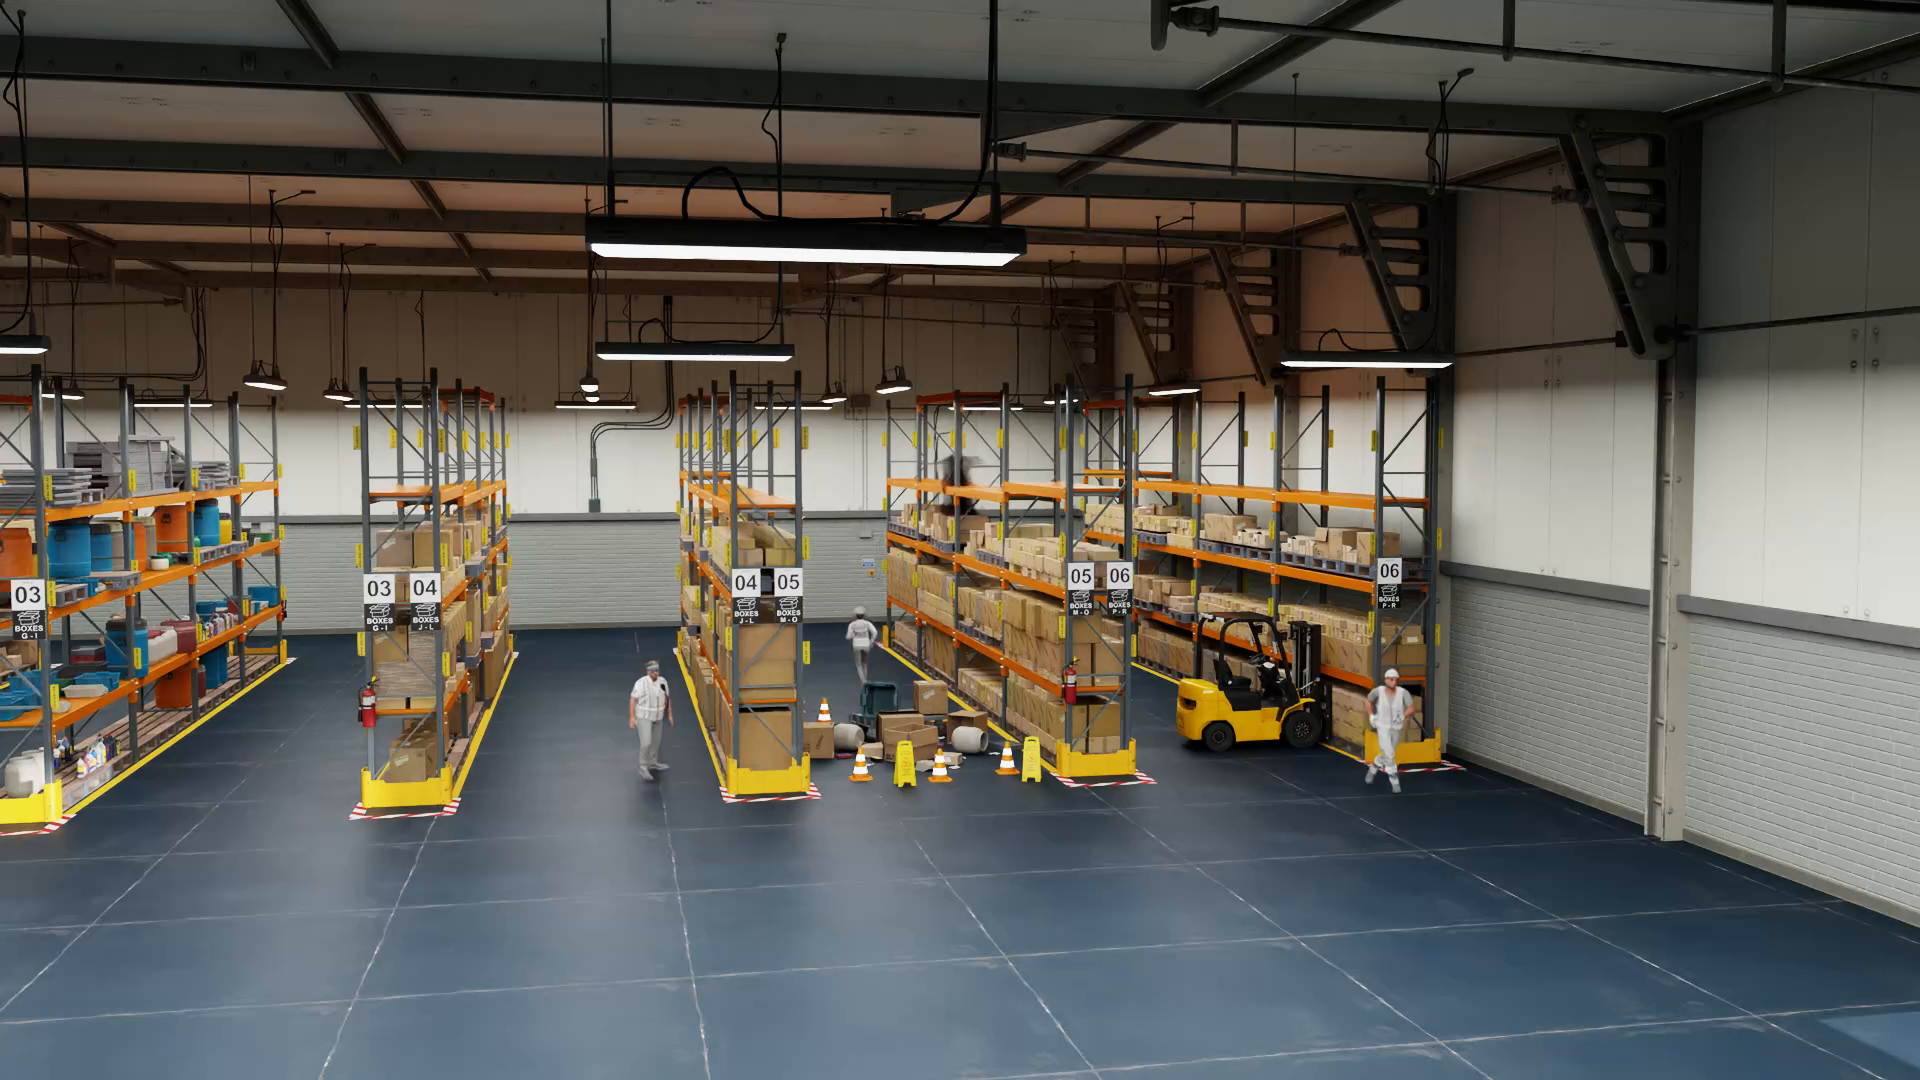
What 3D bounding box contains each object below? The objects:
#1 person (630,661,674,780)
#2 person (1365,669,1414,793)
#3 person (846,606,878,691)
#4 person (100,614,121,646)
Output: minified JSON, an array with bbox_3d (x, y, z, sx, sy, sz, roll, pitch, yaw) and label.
[{"bbox_3d":[-4.632,2.665,24.934,0.594,1.774,0.733,3,5,41],"label":"person"},{"bbox_3d":[6.136,2.687,23.807,0.602,1.745,0.891,0,3,-6],"label":"person"},{"bbox_3d":[-1.964,2.201,32.982,0.584,1.759,0.768,-1,4,-16],"label":"person"},{"bbox_3d":[-16.457,2.247,32.403,0.562,1.624,0.516,-1,4,-20],"label":"person"}]
